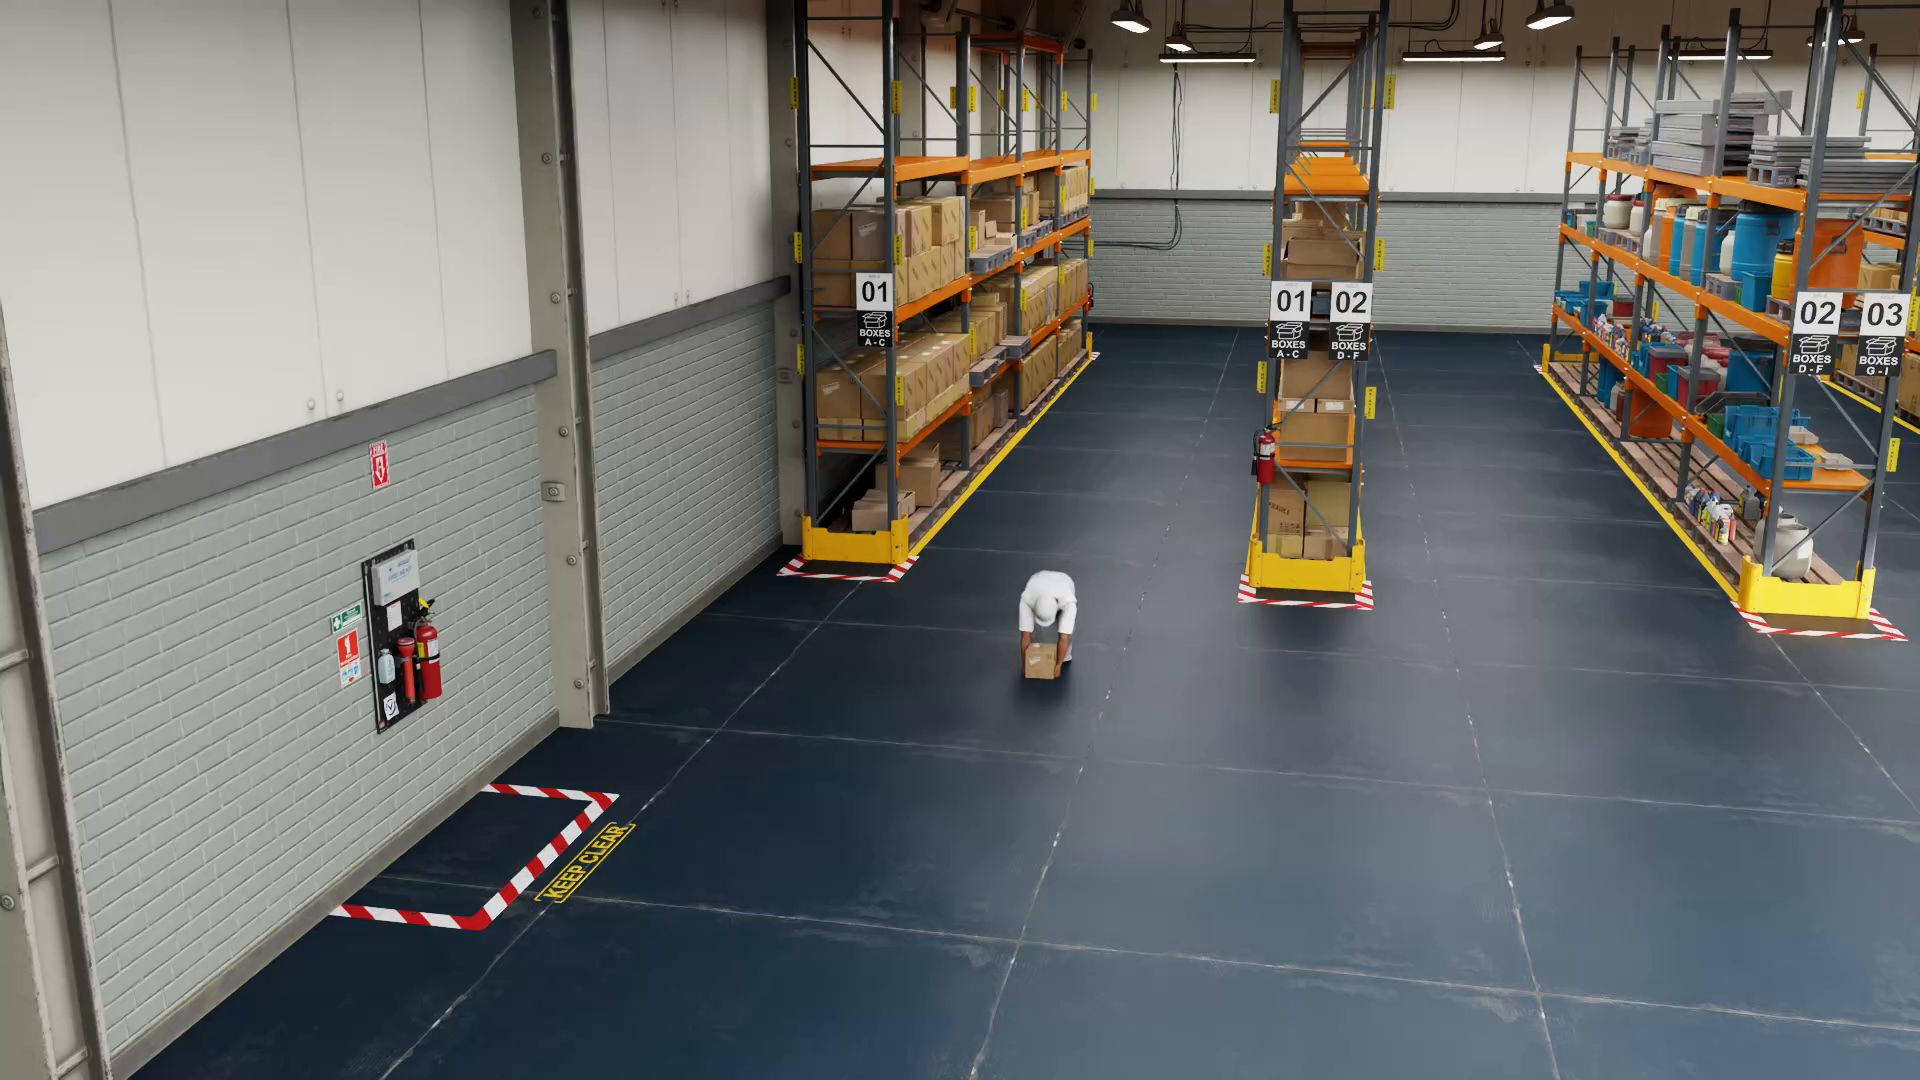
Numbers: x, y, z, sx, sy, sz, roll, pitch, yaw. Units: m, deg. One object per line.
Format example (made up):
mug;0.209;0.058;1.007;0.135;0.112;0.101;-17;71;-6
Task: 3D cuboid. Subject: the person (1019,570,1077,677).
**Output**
person;0.809;0.735;15.044;0.514;0.843;0.980;2;15;10
